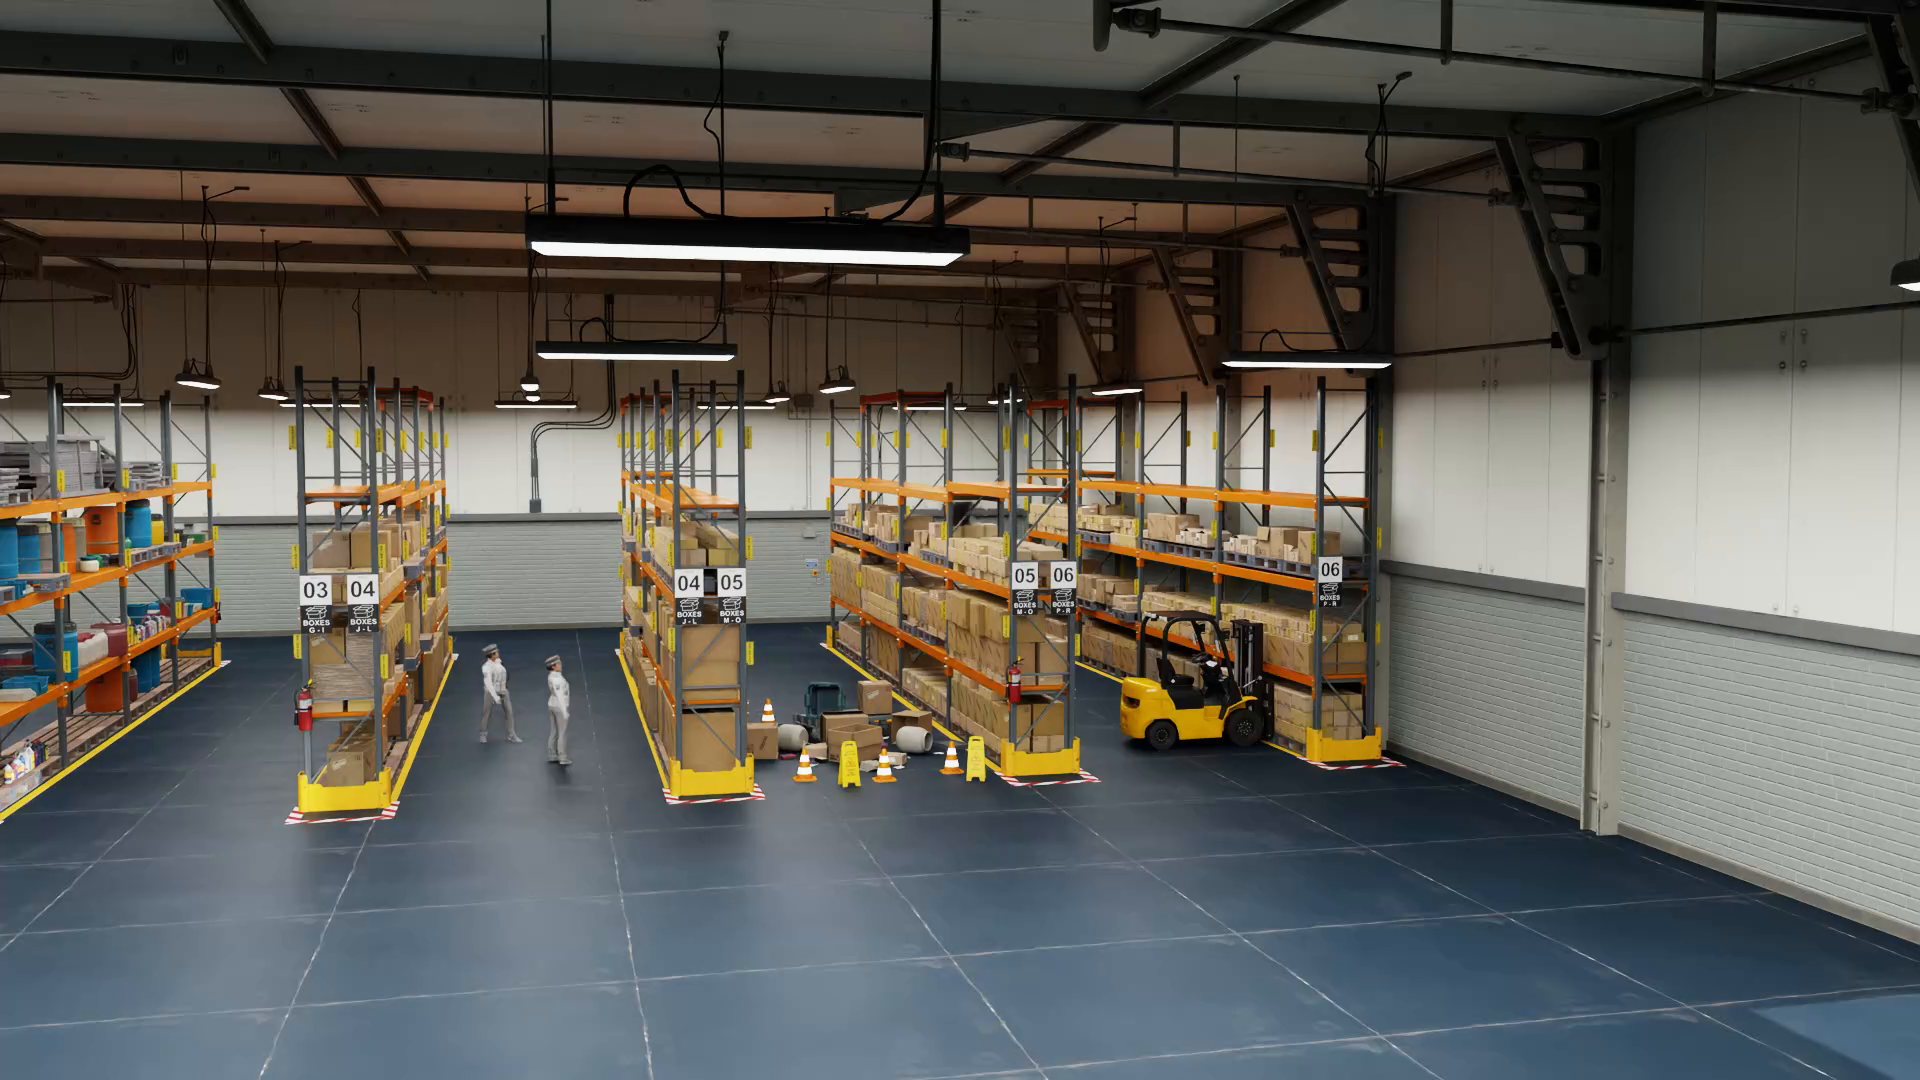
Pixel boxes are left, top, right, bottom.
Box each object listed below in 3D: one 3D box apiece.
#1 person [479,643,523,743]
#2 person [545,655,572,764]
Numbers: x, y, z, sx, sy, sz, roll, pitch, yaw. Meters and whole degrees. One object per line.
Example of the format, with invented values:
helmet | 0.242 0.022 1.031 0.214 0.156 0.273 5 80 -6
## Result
person | -7.650 2.547 27.558 0.635 1.698 0.604 3 4 39
person | -6.230 2.622 25.790 0.405 1.694 0.510 -3 4 -39
